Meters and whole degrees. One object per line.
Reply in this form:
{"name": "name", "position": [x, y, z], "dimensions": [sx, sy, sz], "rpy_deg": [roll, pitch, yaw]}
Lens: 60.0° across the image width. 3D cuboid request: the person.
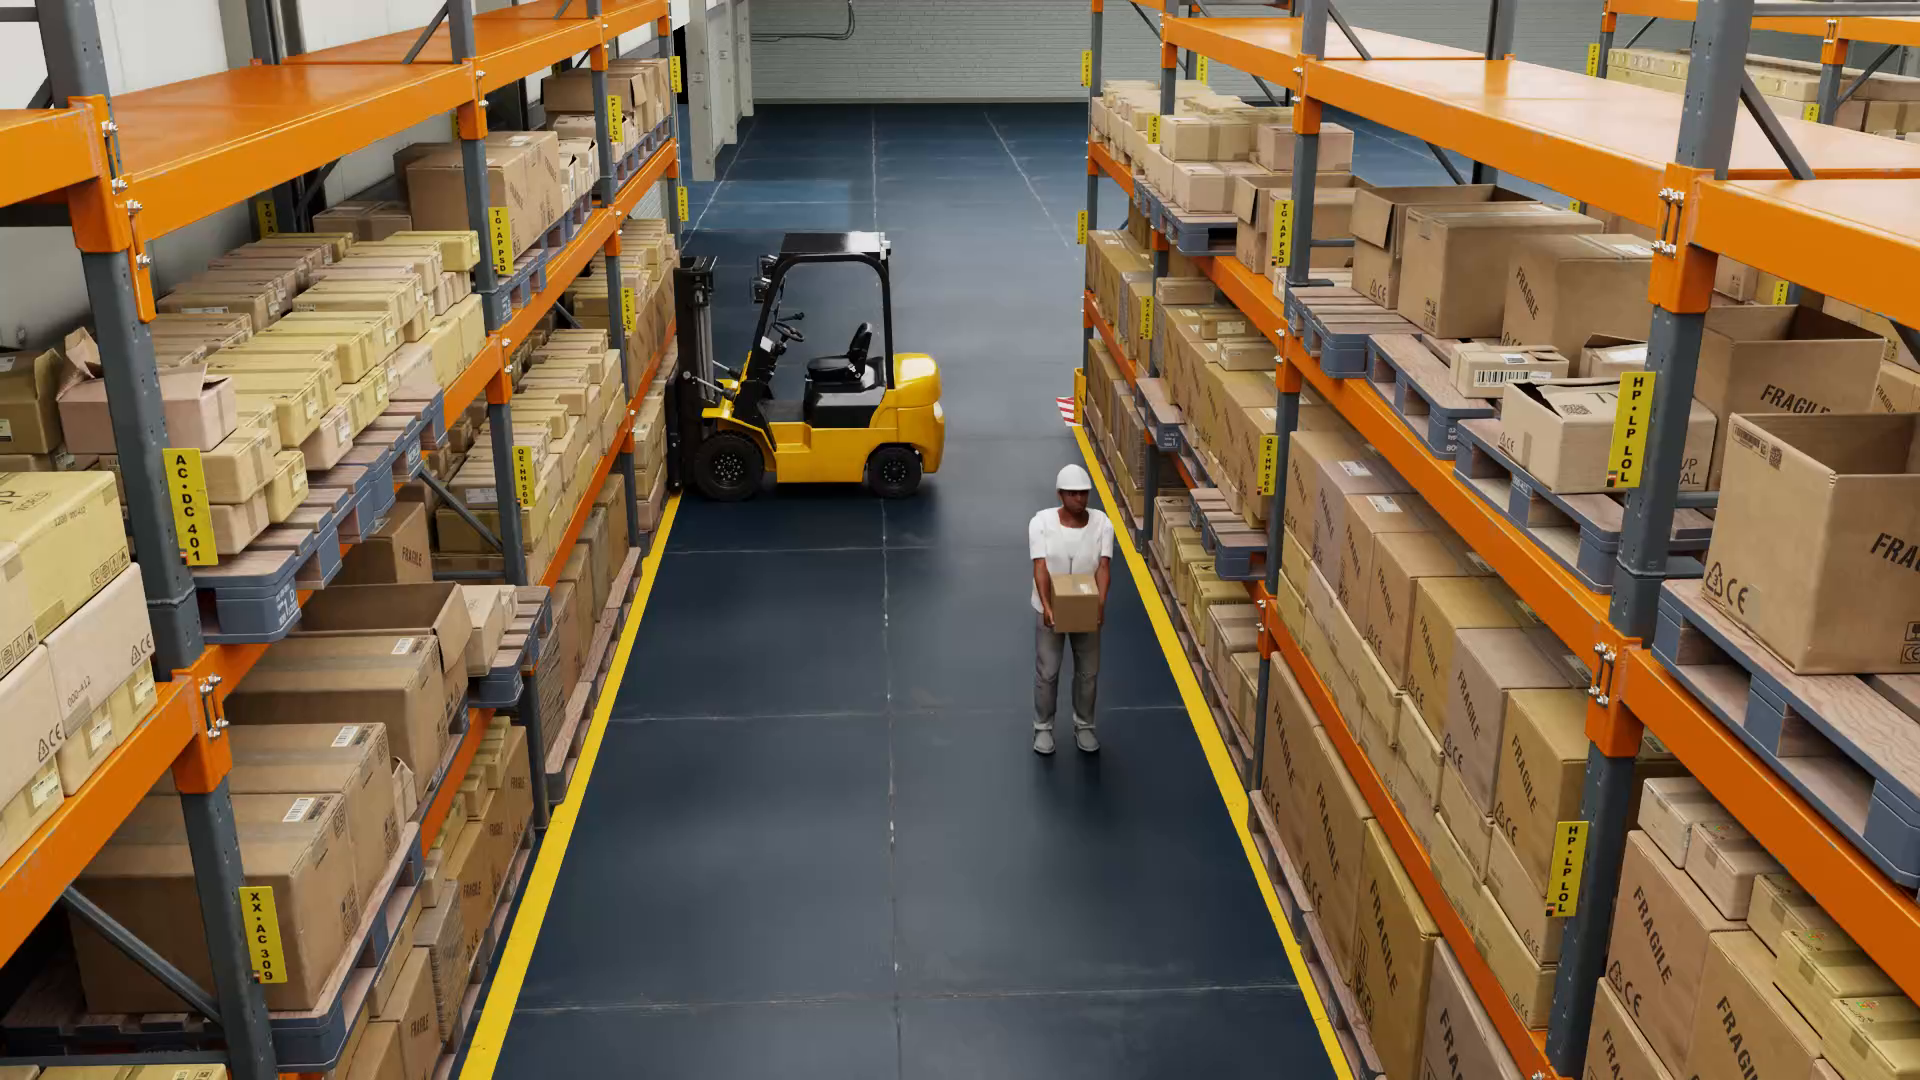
{"name": "person", "position": [0.665, 0.446, 9.843], "dimensions": [0.504, 1.758, 0.586], "rpy_deg": [-1, 20, -3]}
